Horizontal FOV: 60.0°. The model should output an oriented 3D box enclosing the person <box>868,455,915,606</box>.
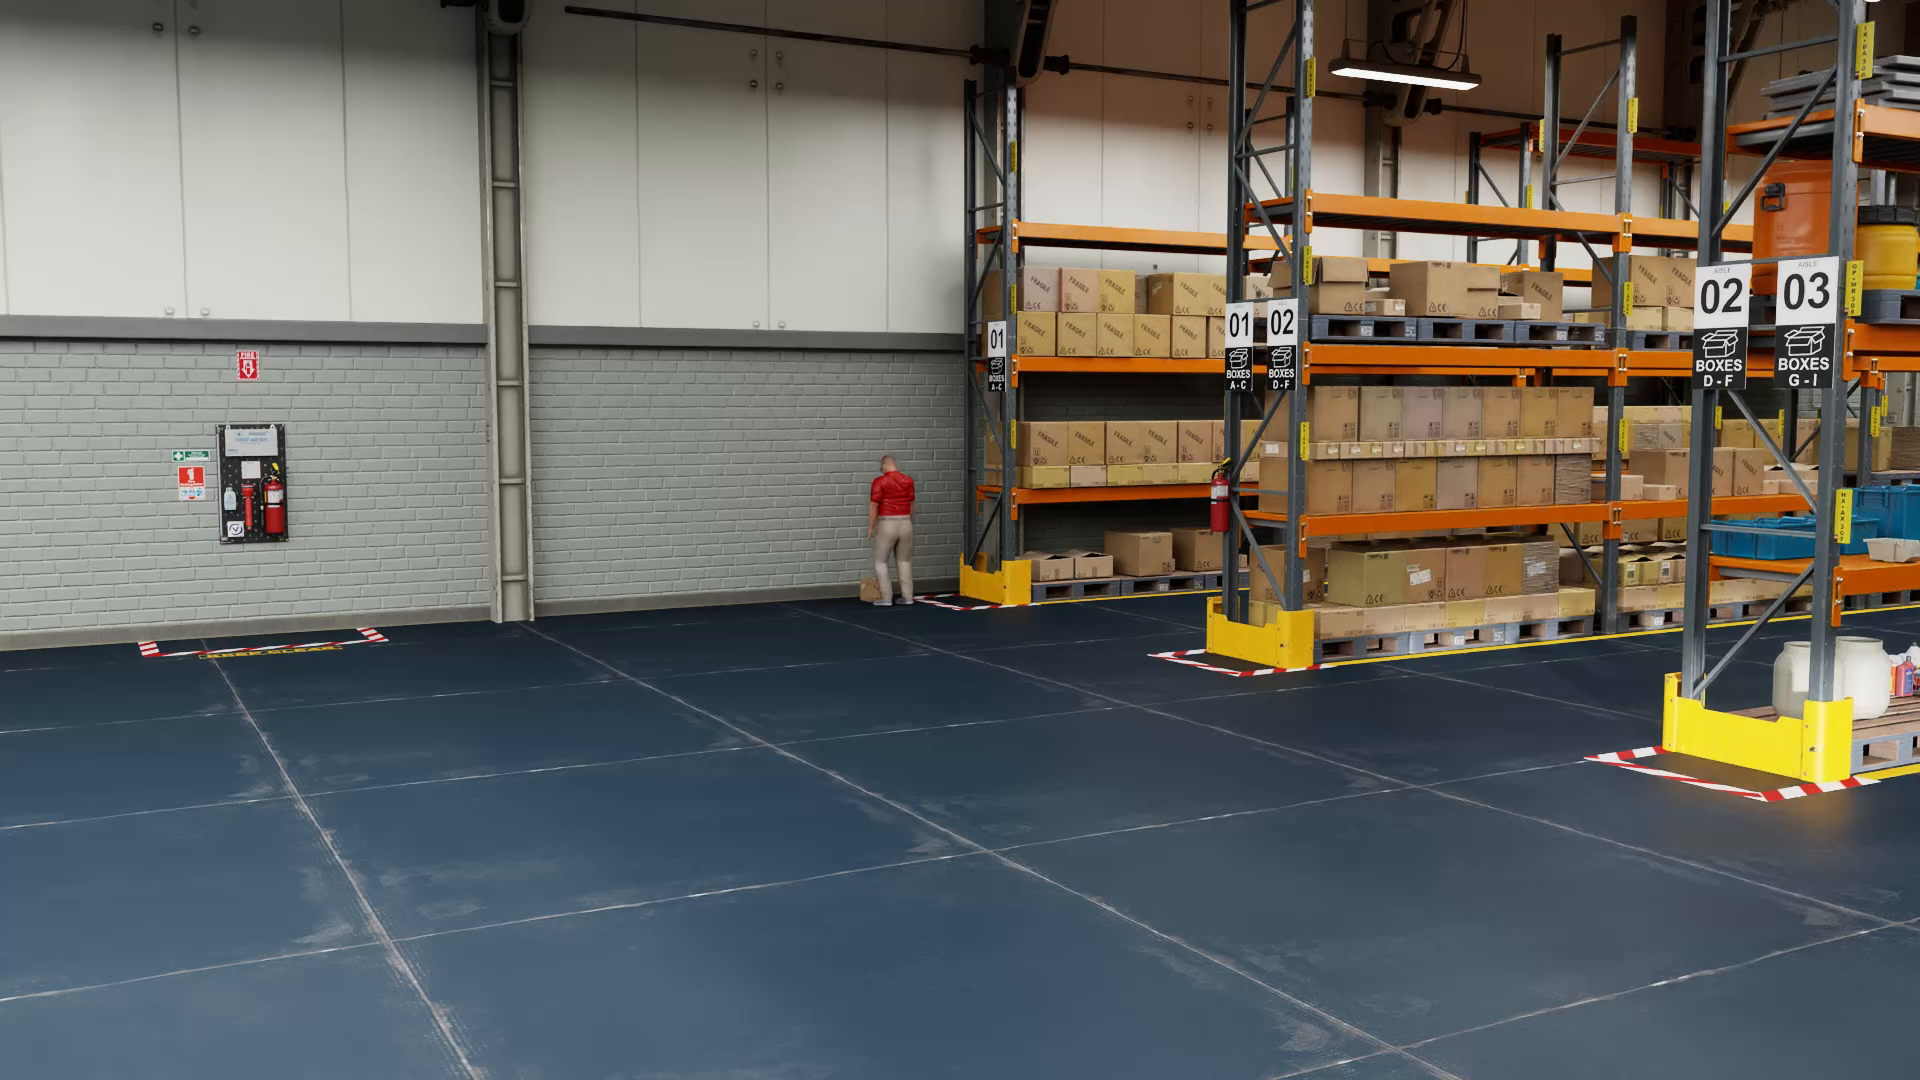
[{"bbox_3d":[-0.772,-0.102,18.744,0.547,1.700,0.383,-3,6,-27],"label":"person"}]
